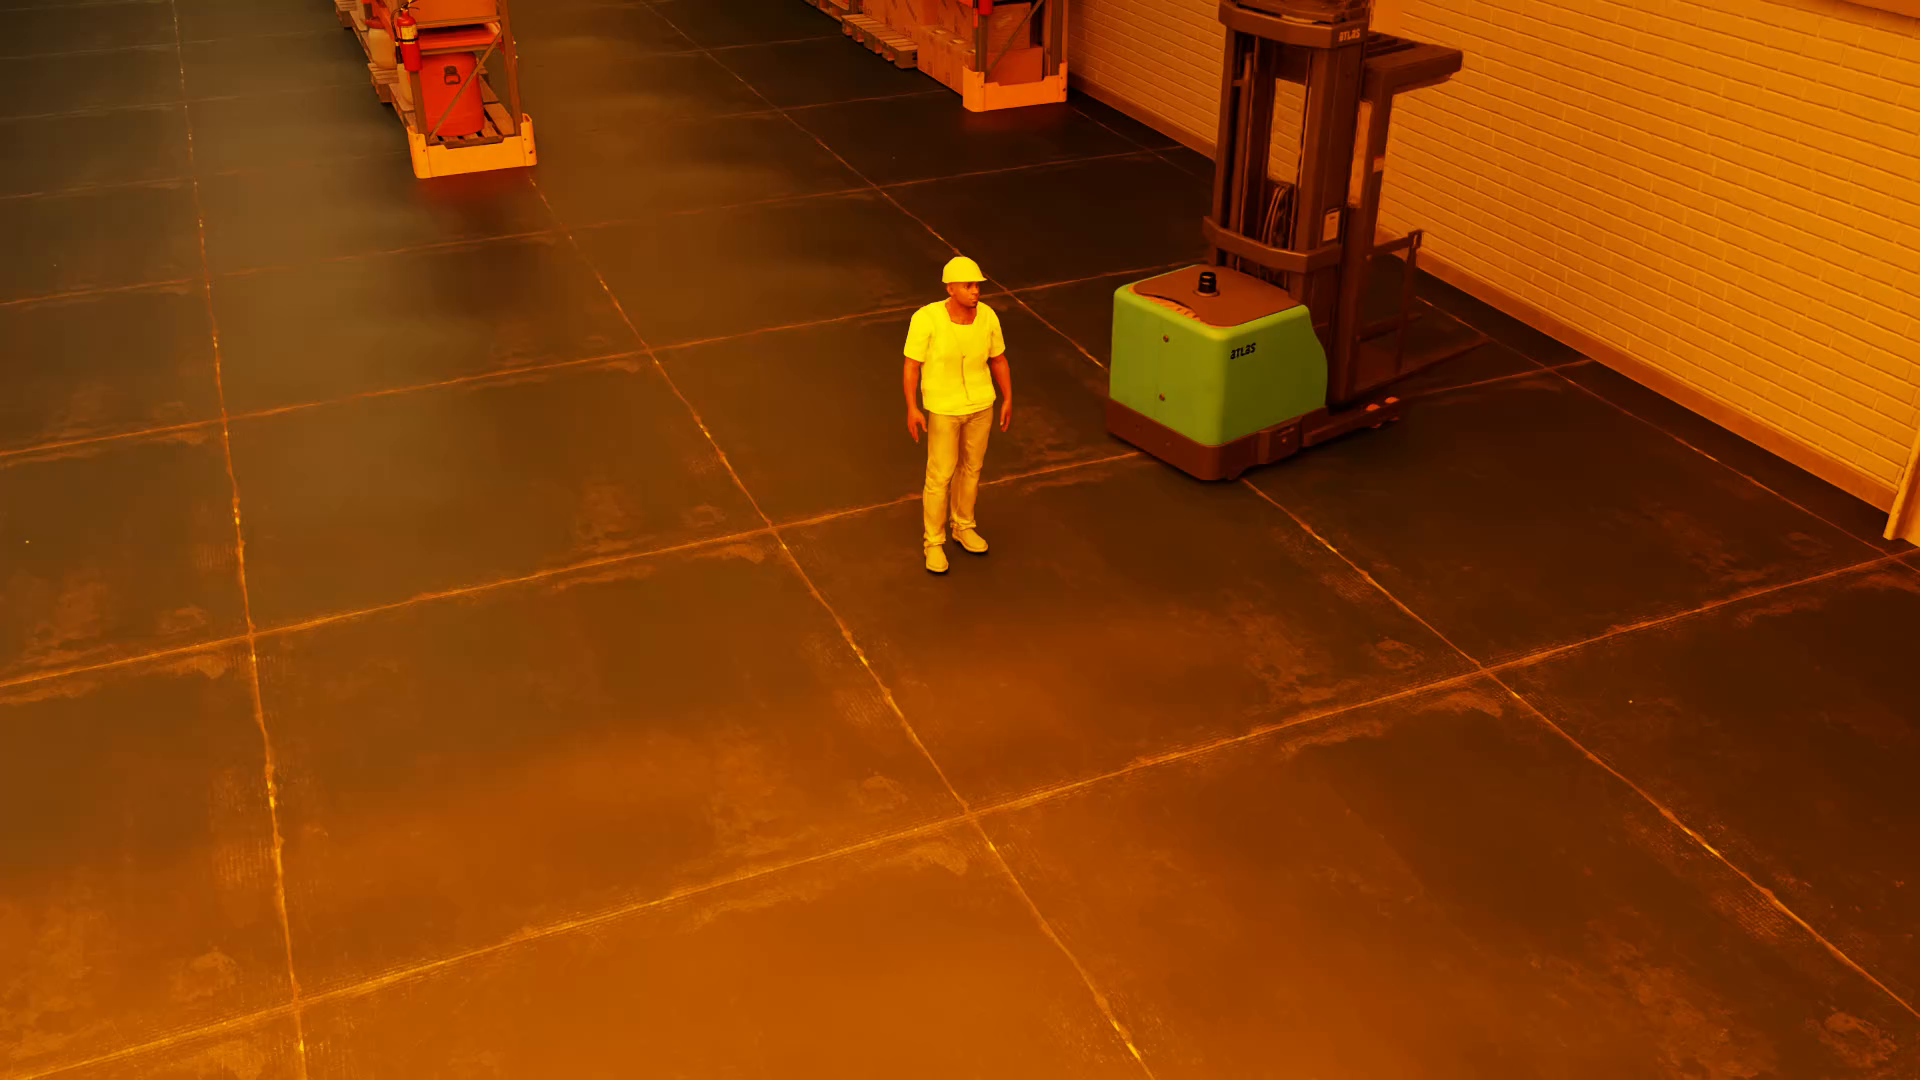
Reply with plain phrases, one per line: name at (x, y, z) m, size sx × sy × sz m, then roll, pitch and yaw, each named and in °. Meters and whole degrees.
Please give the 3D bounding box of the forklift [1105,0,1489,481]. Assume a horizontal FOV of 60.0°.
forklift at (2.467, -2.226, 11.012) m, size 3.031 × 2.935 × 1.130 m, roll -20°, pitch 36°, yaw -31°

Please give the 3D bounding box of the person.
person at (0.022, -0.740, 9.574) m, size 0.666 × 1.765 × 0.577 m, roll -12°, pitch 32°, yaw -20°
